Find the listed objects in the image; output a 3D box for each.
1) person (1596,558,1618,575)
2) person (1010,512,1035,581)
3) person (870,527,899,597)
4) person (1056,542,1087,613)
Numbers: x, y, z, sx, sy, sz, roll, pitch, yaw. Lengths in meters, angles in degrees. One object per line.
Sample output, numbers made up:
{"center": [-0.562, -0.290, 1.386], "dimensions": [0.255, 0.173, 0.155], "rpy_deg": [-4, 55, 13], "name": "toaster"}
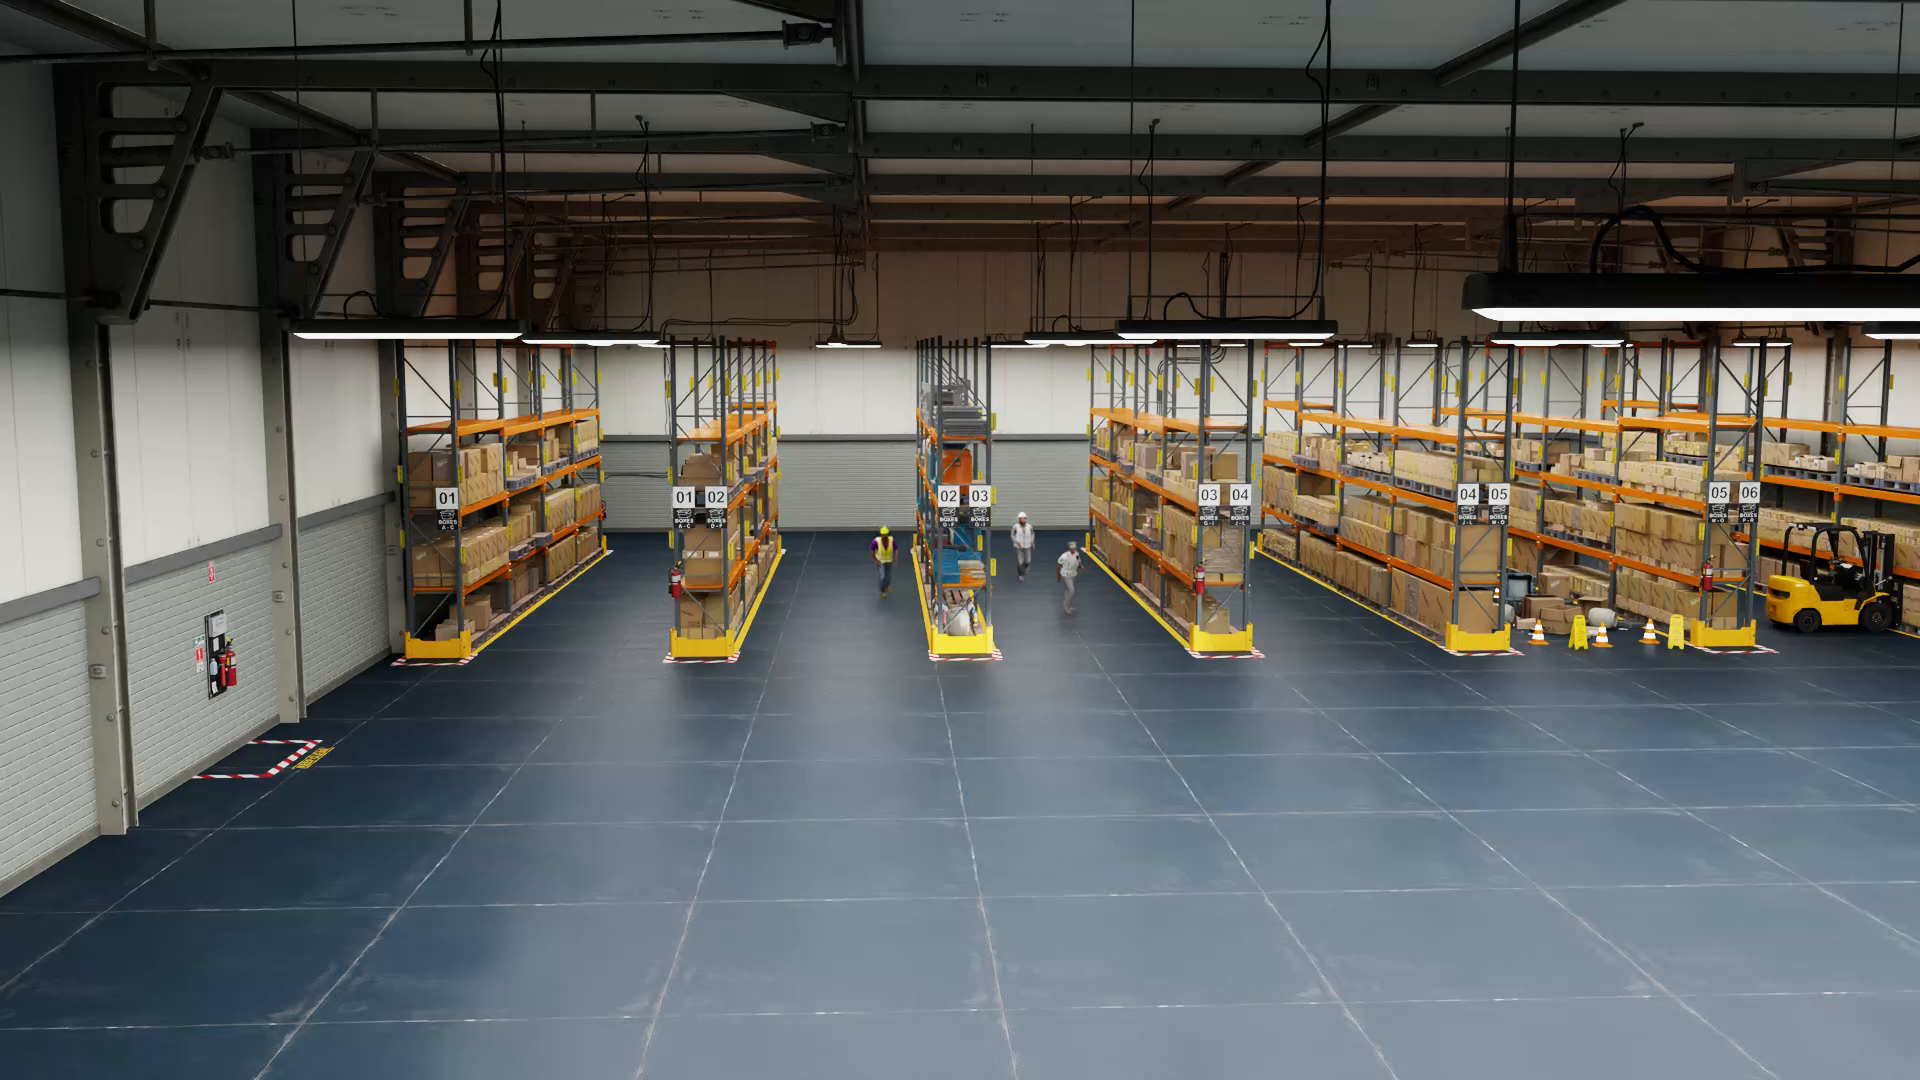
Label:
{"center": [16.091, 0.235, 41.318], "dimensions": [0.562, 1.620, 0.776], "rpy_deg": [-1, 7, -10], "name": "person"}
{"center": [1.577, 0.165, 41.443], "dimensions": [0.650, 1.720, 0.607], "rpy_deg": [-1, 7, -12], "name": "person"}
{"center": [-1.778, 0.505, 38.703], "dimensions": [0.679, 1.670, 0.873], "rpy_deg": [-2, 7, -21], "name": "person"}
{"center": [2.448, 0.829, 36.491], "dimensions": [0.796, 1.639, 0.624], "rpy_deg": [6, 9, 42], "name": "person"}
